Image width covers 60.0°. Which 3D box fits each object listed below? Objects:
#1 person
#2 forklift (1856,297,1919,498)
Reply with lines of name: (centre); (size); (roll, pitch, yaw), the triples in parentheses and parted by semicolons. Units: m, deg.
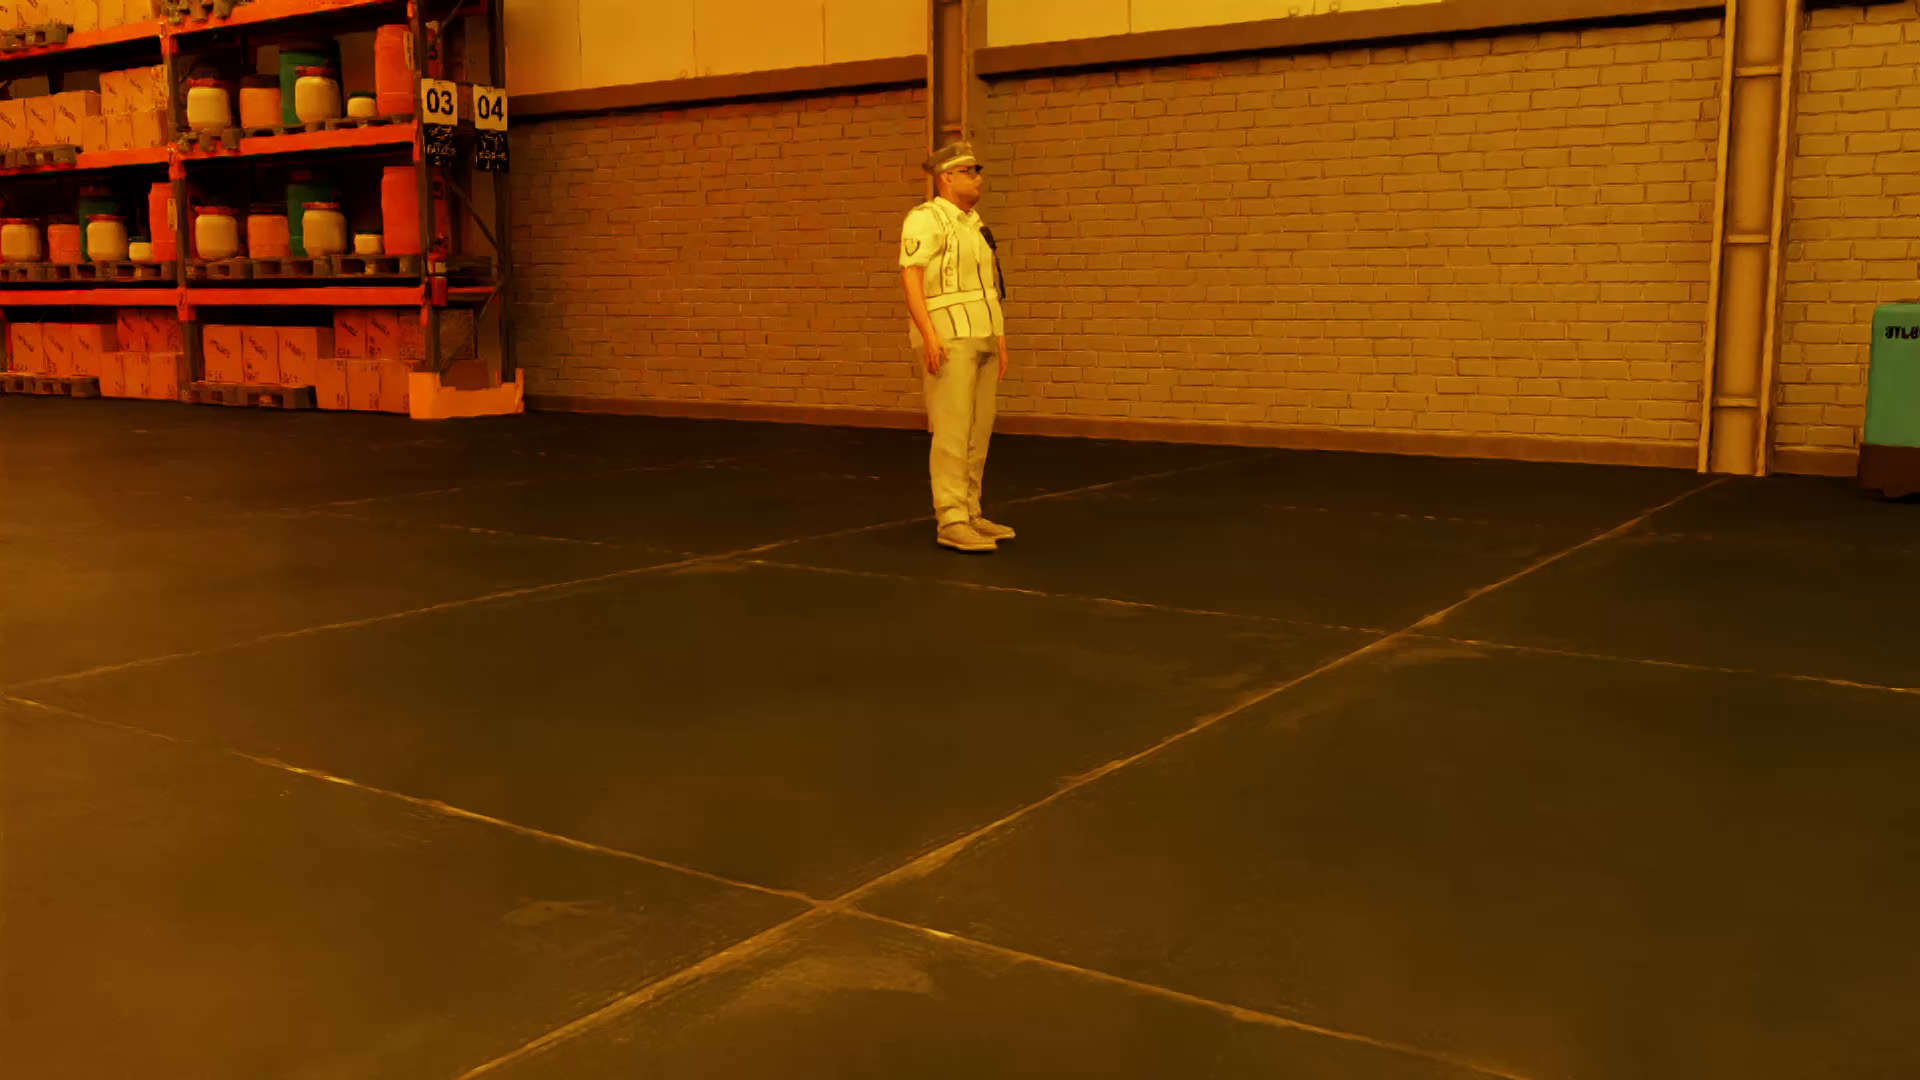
person: (0.058, -0.883, 7.424); (0.574, 1.781, 0.640); (5, 10, 34)
forklift: (6.227, -1.549, 8.083); (1.130, 2.935, 3.031); (-6, 10, -36)
